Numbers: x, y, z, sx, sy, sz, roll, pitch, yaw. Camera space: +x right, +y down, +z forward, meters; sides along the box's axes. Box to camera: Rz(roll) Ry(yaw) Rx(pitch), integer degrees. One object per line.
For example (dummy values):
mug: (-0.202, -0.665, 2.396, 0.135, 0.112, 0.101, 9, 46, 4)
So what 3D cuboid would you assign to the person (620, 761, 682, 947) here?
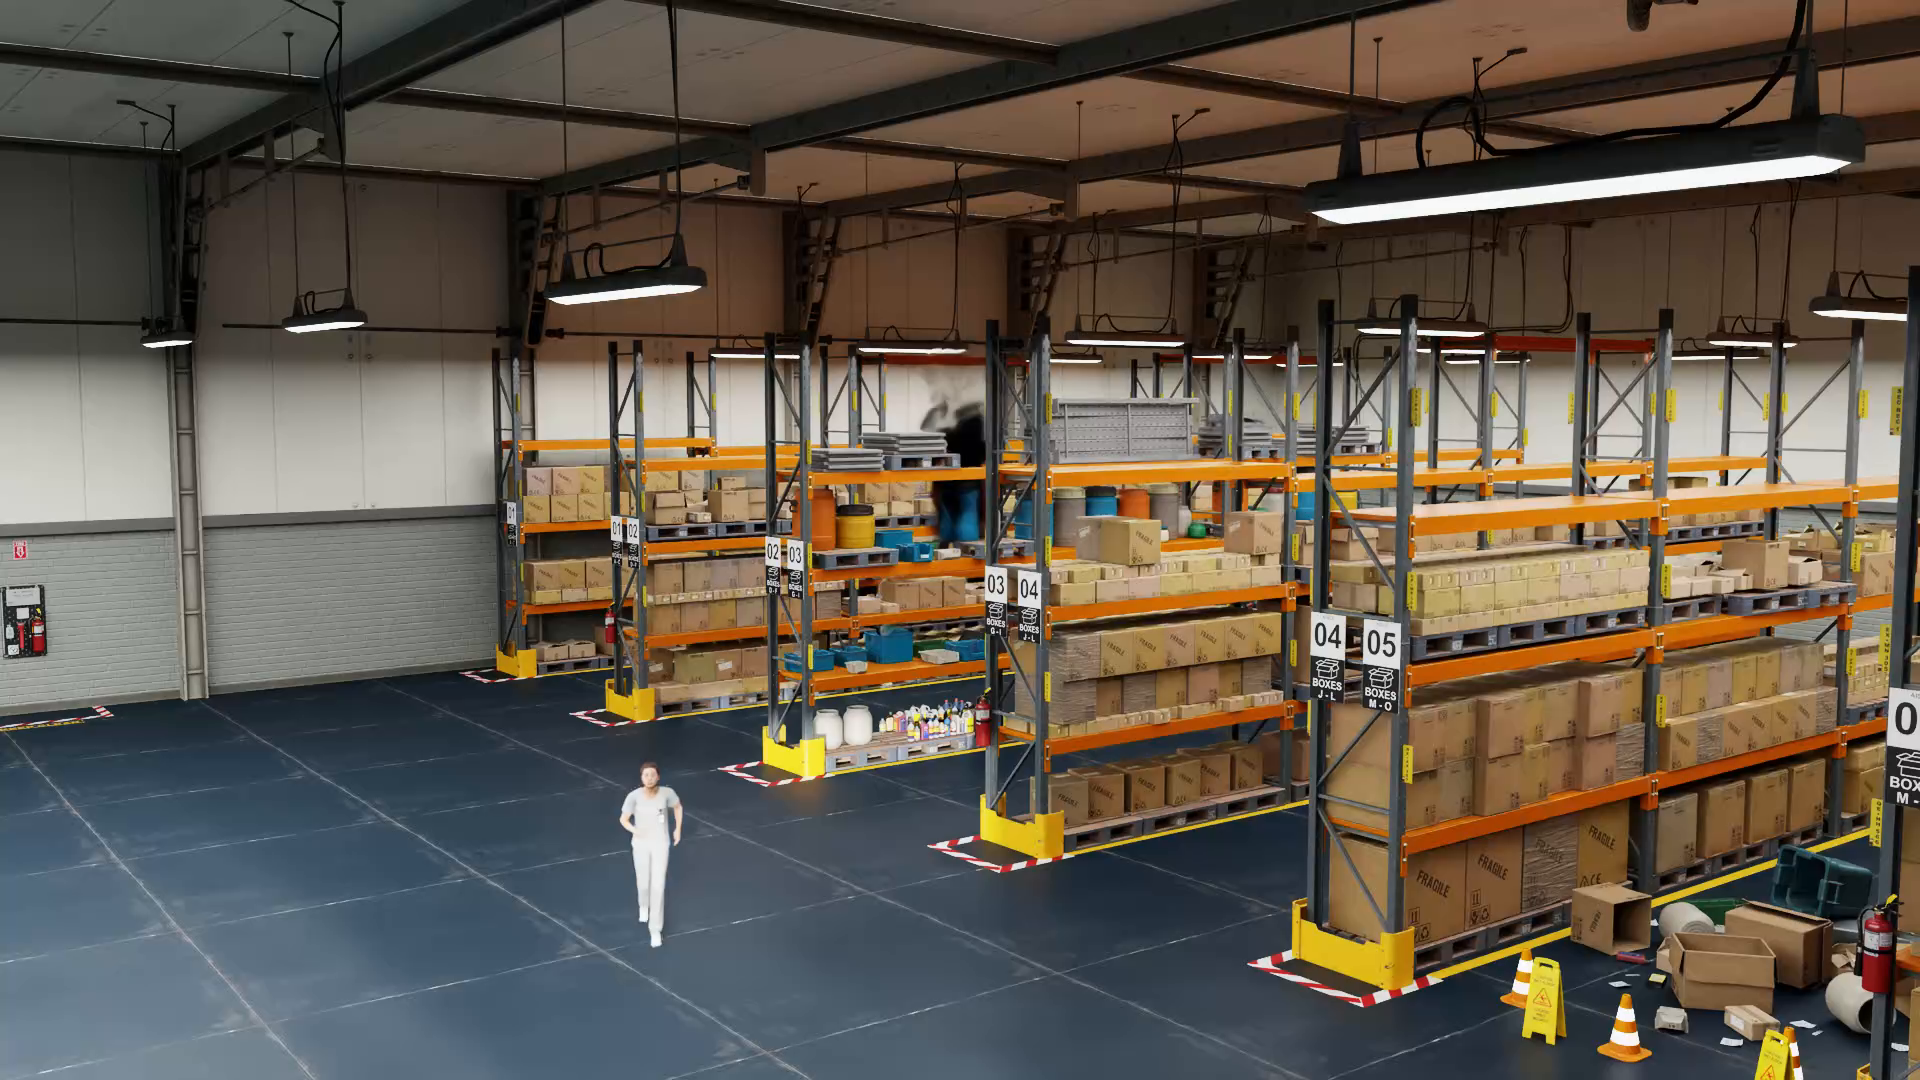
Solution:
person: (-2.942, 2.938, 15.881, 0.587, 1.688, 0.848, -1, 5, -10)

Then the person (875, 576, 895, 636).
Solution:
person: (-1.357, 1.493, 32.294, 0.864, 1.752, 0.684, -4, 6, -38)

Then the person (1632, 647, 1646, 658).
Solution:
person: (9.460, 2.265, 23.130, 0.927, 1.699, 0.600, -5, 7, -42)
